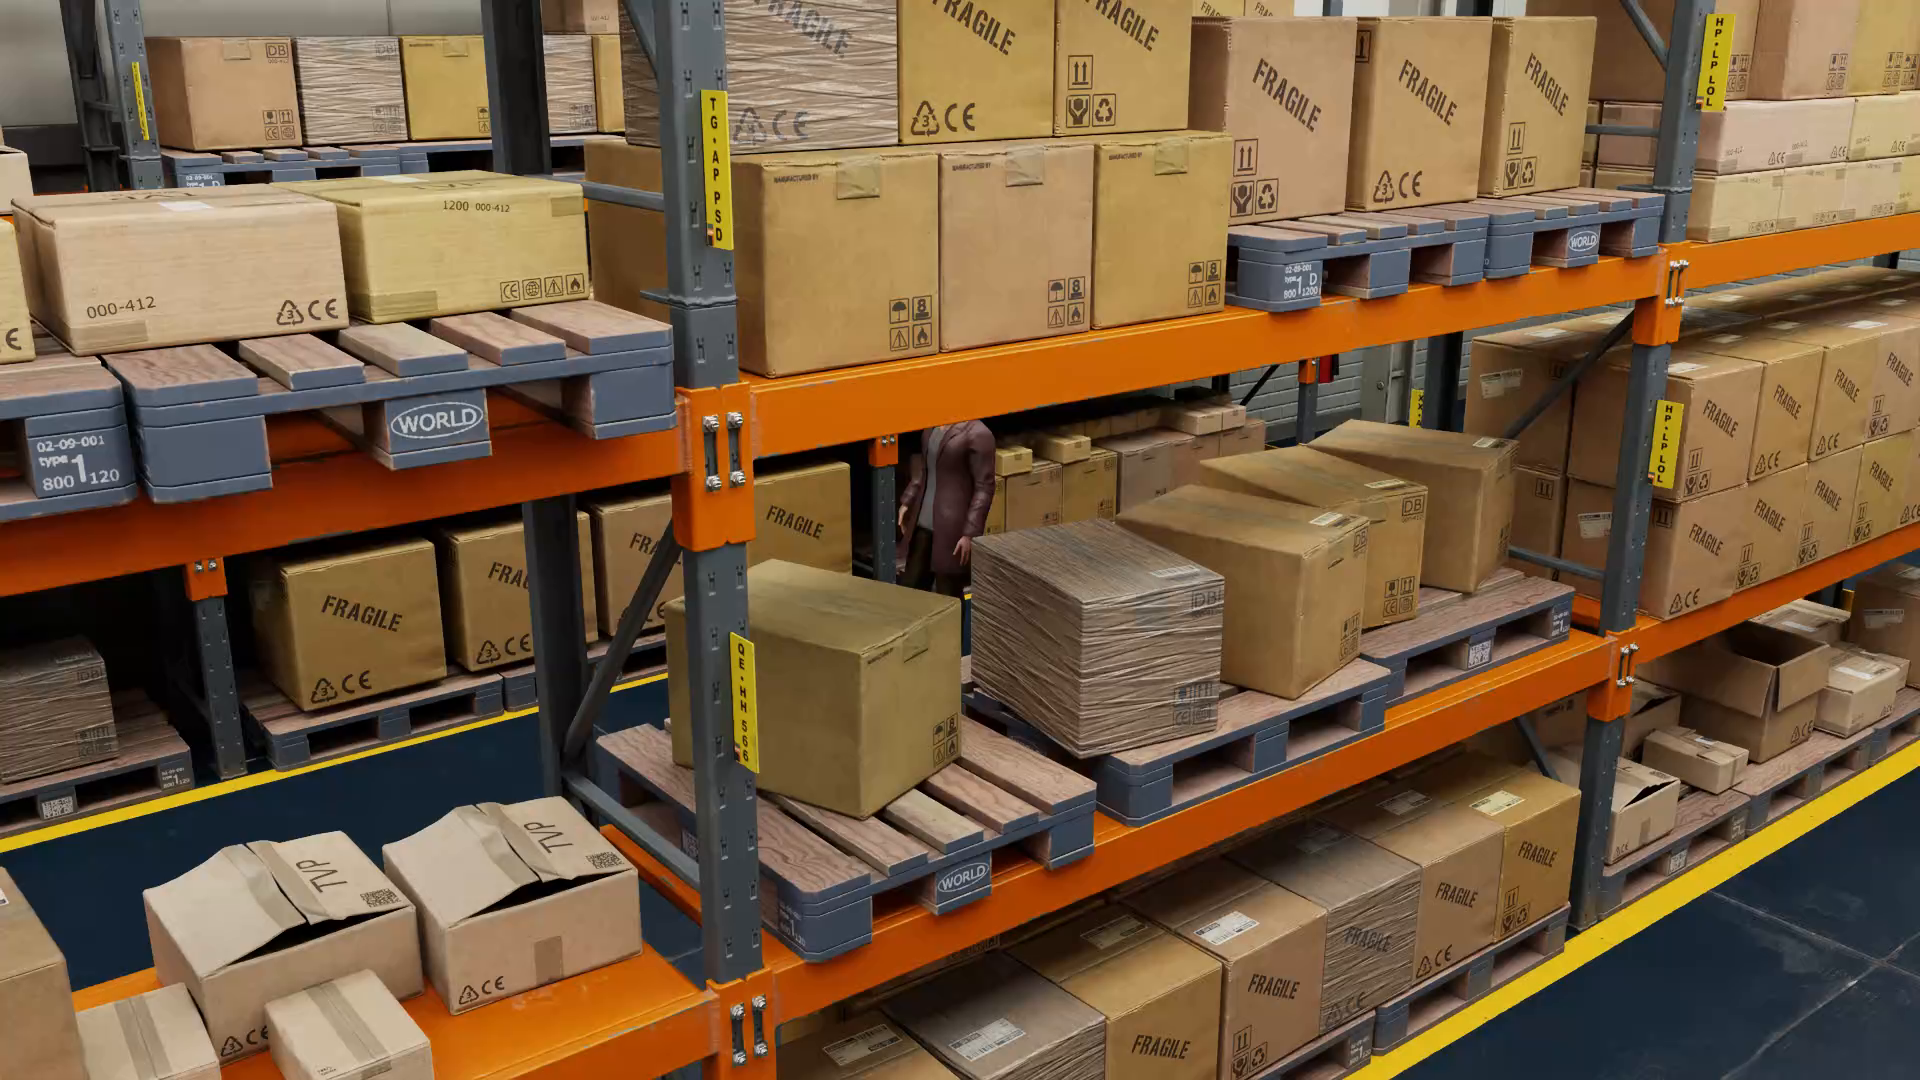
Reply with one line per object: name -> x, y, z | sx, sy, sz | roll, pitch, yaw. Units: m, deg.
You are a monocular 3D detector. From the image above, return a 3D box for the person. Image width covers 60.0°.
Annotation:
person -> -0.161, -0.065, 9.250 | 0.580, 1.777, 0.698 | -13, 22, -36
